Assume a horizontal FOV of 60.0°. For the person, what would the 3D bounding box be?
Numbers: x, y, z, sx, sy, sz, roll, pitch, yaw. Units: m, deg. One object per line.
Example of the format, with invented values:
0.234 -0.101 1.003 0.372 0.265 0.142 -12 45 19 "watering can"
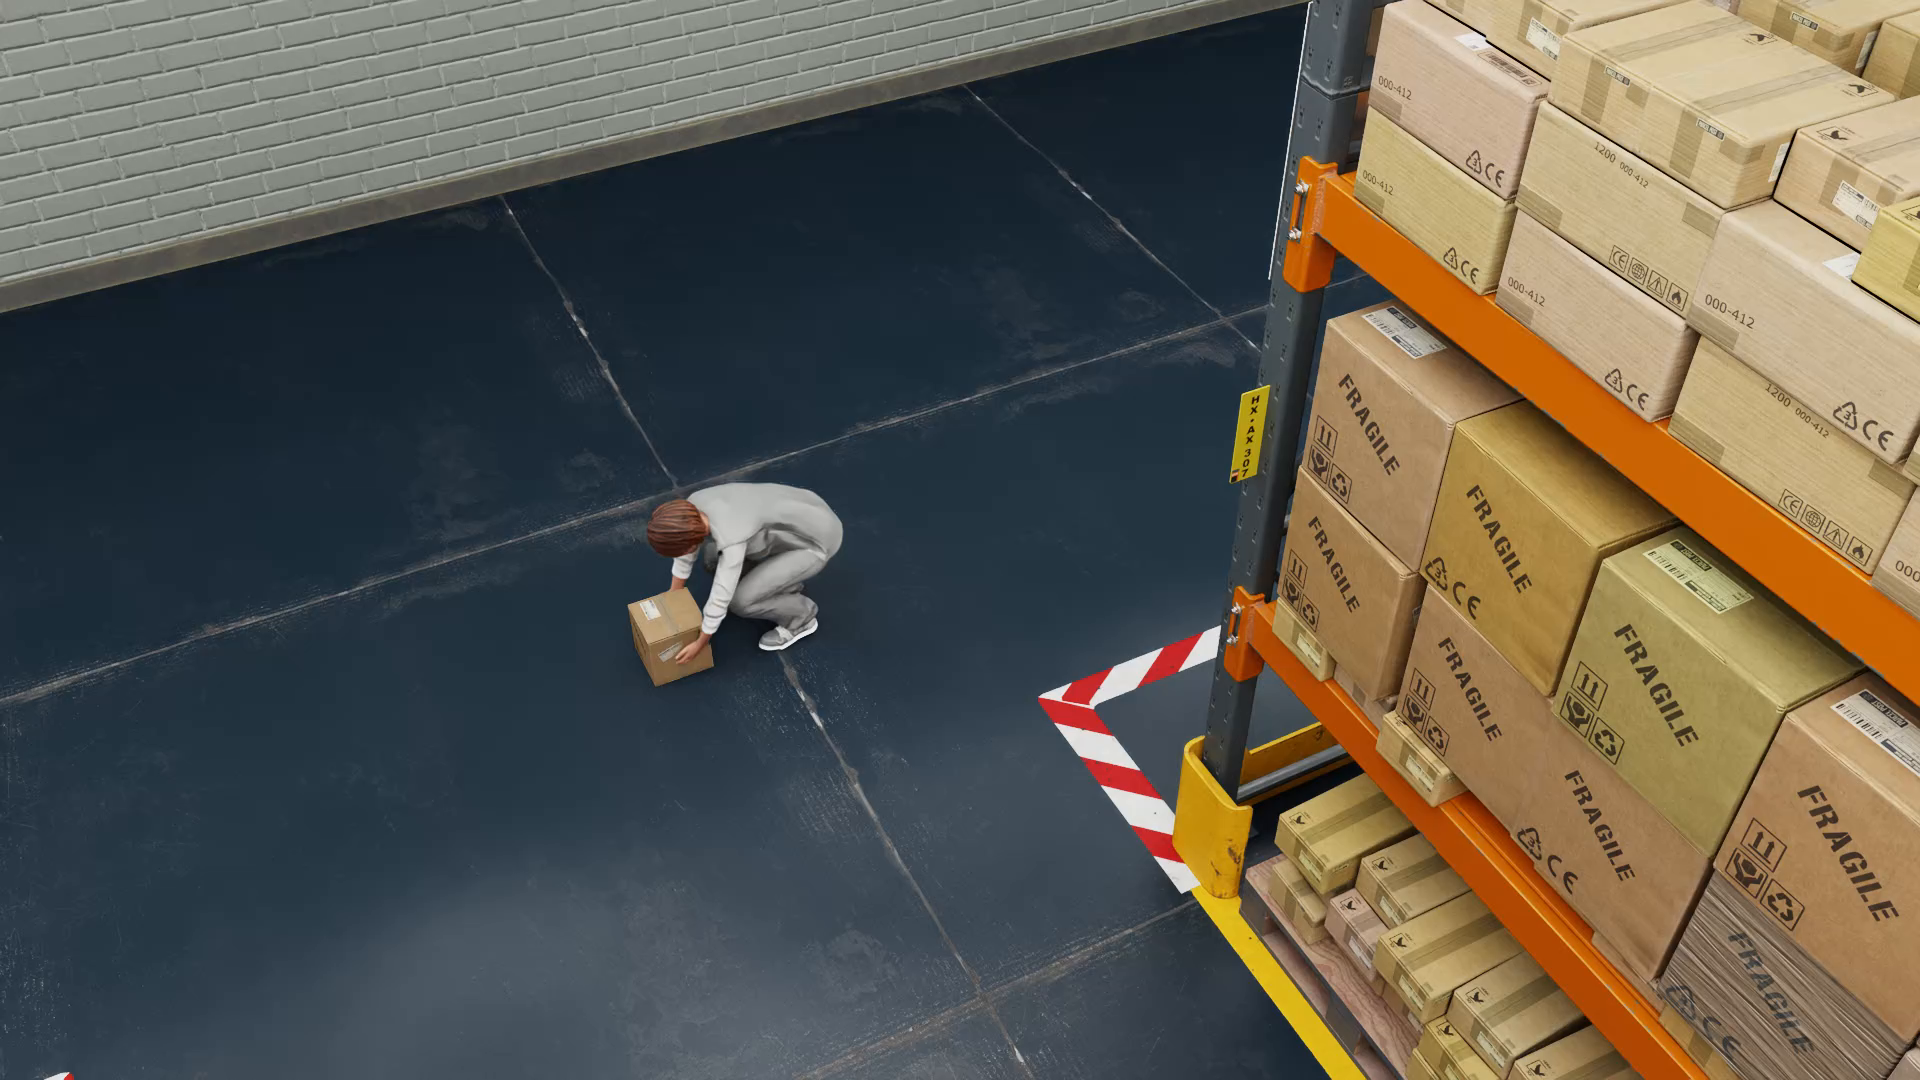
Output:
-0.847 0.075 6.661 0.804 0.829 0.440 -19 45 -20 "person"
